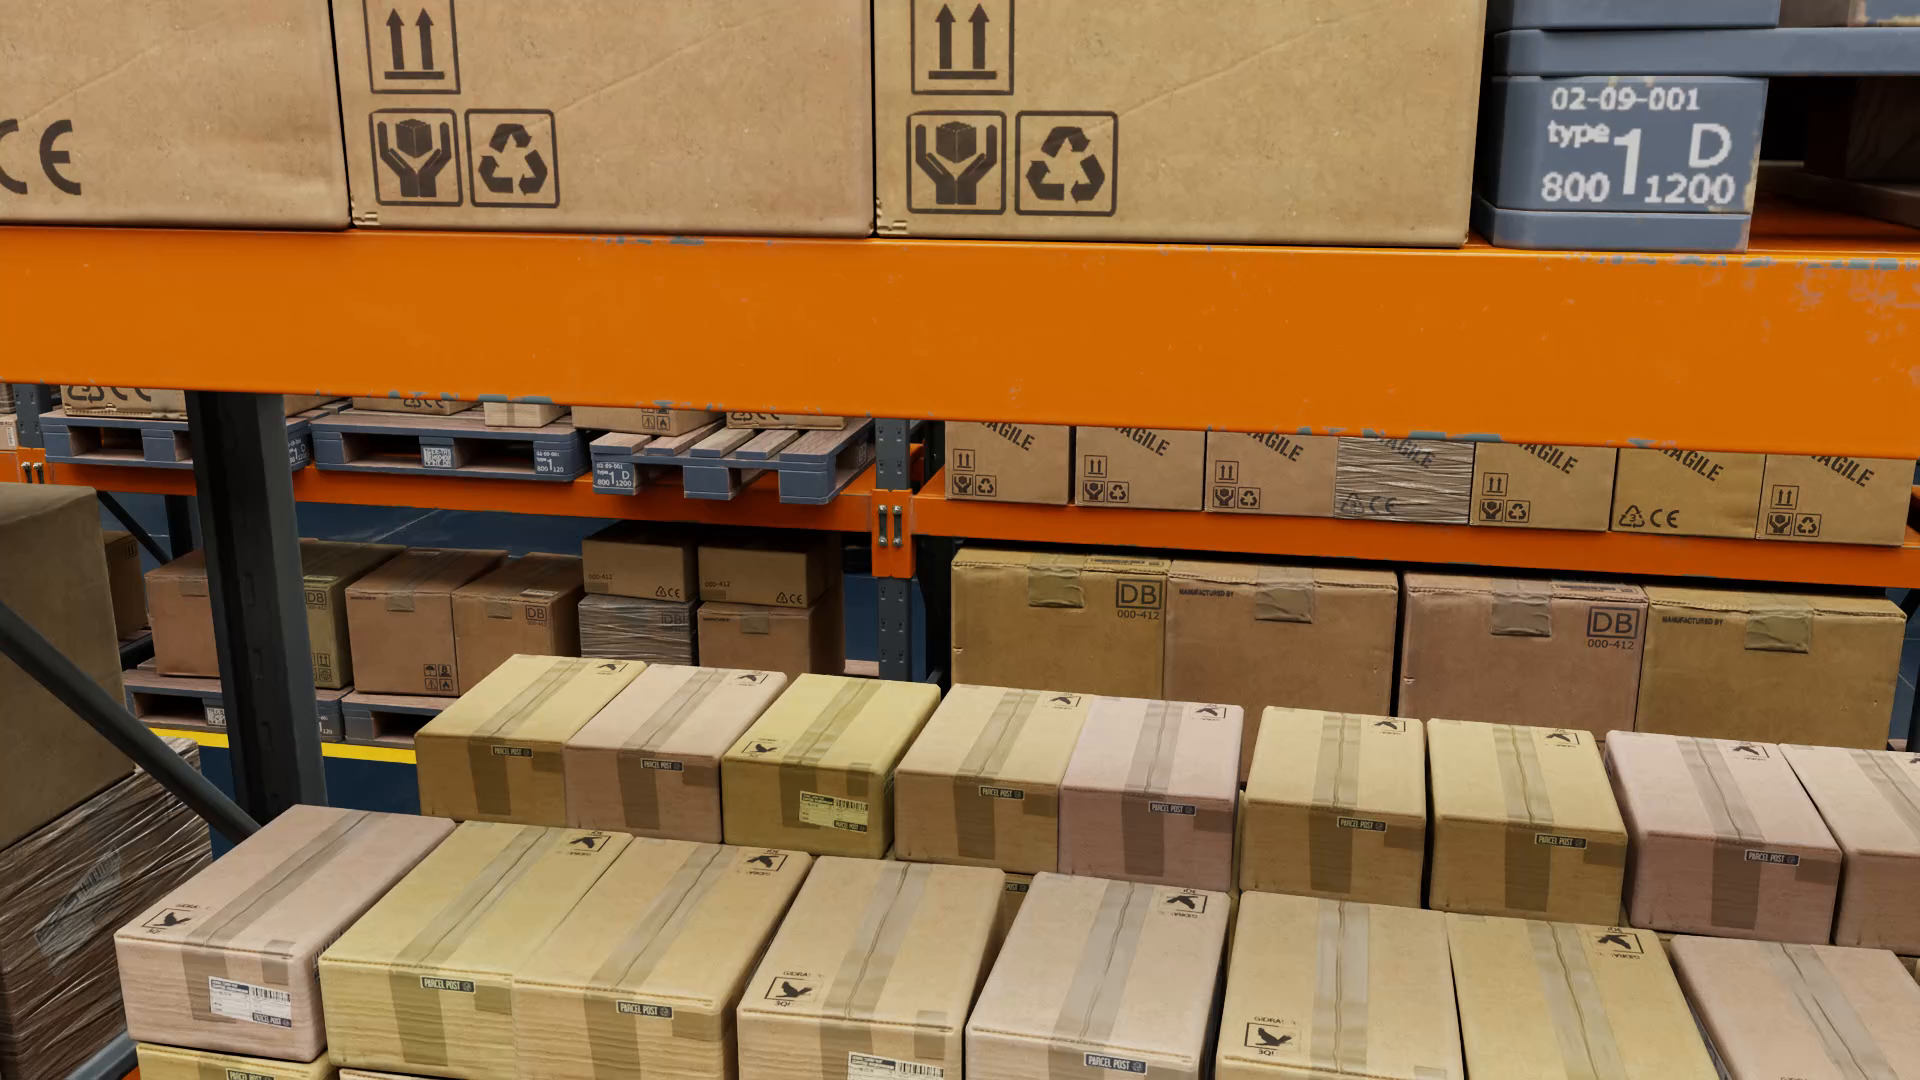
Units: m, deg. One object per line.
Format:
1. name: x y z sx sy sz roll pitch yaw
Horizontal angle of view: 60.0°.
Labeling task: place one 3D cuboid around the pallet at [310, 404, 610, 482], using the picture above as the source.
1. pallet: -2.131 -0.506 7.559 1.213 0.211 1.003 3 16 11

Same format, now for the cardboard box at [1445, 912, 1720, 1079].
1. cardboard box: 0.676 0.579 1.851 0.270 0.149 0.393 4 16 13

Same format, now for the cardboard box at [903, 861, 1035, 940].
1. cardboard box: 0.070 0.511 2.654 0.250 0.149 0.380 3 16 11

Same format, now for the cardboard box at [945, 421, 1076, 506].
1. cardboard box: 0.239 -0.455 6.828 0.500 0.500 0.500 4 16 13

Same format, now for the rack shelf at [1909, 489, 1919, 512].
1. rack shelf: 5.697 0.033 6.100 3.809 0.052 0.919 3 16 11

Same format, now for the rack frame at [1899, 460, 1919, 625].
1. rack frame: 3.736 -0.290 6.421 0.053 2.616 0.949 3 16 11

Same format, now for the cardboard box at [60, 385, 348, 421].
1. cardboard box: -3.352 -1.129 7.539 1.000 1.000 1.000 3 16 11

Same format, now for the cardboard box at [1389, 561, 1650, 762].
1. cardboard box: 2.230 0.454 6.926 0.875 0.875 1.225 3 16 9

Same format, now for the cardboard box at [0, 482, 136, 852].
1. cardboard box: -1.708 0.232 2.476 0.500 0.500 0.700 3 16 11

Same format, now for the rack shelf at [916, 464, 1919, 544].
1. rack shelf: 1.777 -0.145 6.878 3.809 0.124 0.919 3 16 11

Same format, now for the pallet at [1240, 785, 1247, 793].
1. pallet: 1.766 0.967 7.105 1.213 0.211 1.003 3 16 11

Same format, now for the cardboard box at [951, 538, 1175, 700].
1. cardboard box: 0.489 0.360 7.268 0.875 0.875 1.225 2 16 8

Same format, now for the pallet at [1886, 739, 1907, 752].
1. pallet: 4.466 1.114 6.576 1.213 0.211 1.003 3 16 11

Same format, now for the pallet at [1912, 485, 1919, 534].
1. pallet: 6.651 -0.150 11.137 1.213 0.211 1.003 3 16 11

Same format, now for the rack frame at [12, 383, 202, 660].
1. rack frame: -4.103 -0.717 7.960 0.127 3.000 1.000 3 16 11

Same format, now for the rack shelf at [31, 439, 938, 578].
1. rack shelf: -2.143 -0.264 7.672 4.000 0.370 1.077 3 16 11

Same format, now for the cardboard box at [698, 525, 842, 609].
1. cardboard box: -0.846 0.100 7.467 0.500 0.250 0.500 4 16 13

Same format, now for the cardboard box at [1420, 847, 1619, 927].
1. cardboard box: 0.822 0.552 2.505 0.250 0.149 0.380 3 16 10

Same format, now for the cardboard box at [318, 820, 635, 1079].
1. cardboard box: -0.592 0.509 2.105 0.250 0.149 0.380 3 16 10

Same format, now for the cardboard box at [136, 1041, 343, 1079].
1. cardboard box: -0.837 0.642 2.183 0.250 0.149 0.380 4 16 14

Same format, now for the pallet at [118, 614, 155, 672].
1. pallet: -4.768 0.601 8.428 1.213 0.211 1.003 3 16 11

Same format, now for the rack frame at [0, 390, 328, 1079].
1. rack frame: -1.270 0.788 2.527 0.127 3.000 1.000 3 16 11

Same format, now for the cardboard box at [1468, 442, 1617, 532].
1. cardboard box: 2.227 -0.347 6.438 0.500 0.500 0.500 3 16 10

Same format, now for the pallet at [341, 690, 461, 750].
1. pallet: -2.140 0.732 7.952 1.213 0.211 1.003 3 16 11

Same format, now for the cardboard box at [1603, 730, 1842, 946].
1. cardboard box: 1.088 0.423 2.415 0.250 0.149 0.380 4 16 13

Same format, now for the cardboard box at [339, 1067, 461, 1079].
1. cardboard box: -0.571 0.656 2.133 0.250 0.149 0.380 4 16 14

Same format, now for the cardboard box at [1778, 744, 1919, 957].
1. cardboard box: 1.335 0.437 2.366 0.250 0.149 0.380 3 16 11

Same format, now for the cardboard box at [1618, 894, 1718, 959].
1. cardboard box: 1.068 0.567 2.454 0.250 0.149 0.380 3 16 10

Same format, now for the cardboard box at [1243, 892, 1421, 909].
1. cardboard box: 0.569 0.539 2.555 0.250 0.149 0.380 4 16 12

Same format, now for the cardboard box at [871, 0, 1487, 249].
1. cardboard box: 0.219 -0.556 1.572 0.500 0.500 0.500 3 16 11

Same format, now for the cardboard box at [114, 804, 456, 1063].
1. cardboard box: -0.852 0.496 2.153 0.250 0.149 0.380 3 16 11

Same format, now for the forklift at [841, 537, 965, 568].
1. forklift: -18.806 -4.138 20.605 34.009 2.843 29.462 -3 16 -12

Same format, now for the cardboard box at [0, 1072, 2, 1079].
1. cardboard box: -1.961 0.702 2.650 1.009 0.500 1.038 3 16 11

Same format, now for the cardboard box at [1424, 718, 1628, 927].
1. cardboard box: 0.823 0.410 2.463 0.250 0.149 0.380 4 16 13

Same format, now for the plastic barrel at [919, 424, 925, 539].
1. plastic barrel: -0.128 -1.433 10.496 0.731 2.708 0.958 3 16 11

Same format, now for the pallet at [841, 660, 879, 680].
1. pallet: -0.949 0.798 7.716 1.213 0.211 1.003 3 16 11

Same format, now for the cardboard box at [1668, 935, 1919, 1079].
1. cardboard box: 0.940 0.593 1.801 0.250 0.149 0.380 2 16 9

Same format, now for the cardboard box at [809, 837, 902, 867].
1. cardboard box: -0.175 0.498 2.703 0.250 0.149 0.380 3 16 12

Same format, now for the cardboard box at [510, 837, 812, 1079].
1. cardboard box: -0.353 0.523 2.053 0.250 0.149 0.380 3 16 11

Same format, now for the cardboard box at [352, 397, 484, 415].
1. cardboard box: -2.386 -0.901 7.645 0.637 0.503 0.797 5 16 17

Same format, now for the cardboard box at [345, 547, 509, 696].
1. cardboard box: -2.493 0.374 7.881 0.500 0.500 0.700 2 16 6

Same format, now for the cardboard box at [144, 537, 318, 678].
1. cardboard box: -3.505 0.314 8.097 0.500 0.500 0.700 2 16 7

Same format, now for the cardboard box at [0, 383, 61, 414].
1. cardboard box: -4.531 -0.948 8.052 0.500 0.500 0.875 3 16 11

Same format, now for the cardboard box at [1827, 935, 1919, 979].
1. cardboard box: 1.328 0.581 2.403 0.250 0.149 0.380 4 16 13

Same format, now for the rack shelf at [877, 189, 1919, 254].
1. rack shelf: 0.689 -0.298 1.813 3.809 0.124 0.919 3 16 11

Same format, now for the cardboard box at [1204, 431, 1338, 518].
1. cardboard box: 1.248 -0.402 6.637 0.500 0.500 0.500 3 16 10

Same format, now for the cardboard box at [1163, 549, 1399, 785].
1. cardboard box: 1.361 0.409 7.089 0.875 0.875 1.225 3 16 11
